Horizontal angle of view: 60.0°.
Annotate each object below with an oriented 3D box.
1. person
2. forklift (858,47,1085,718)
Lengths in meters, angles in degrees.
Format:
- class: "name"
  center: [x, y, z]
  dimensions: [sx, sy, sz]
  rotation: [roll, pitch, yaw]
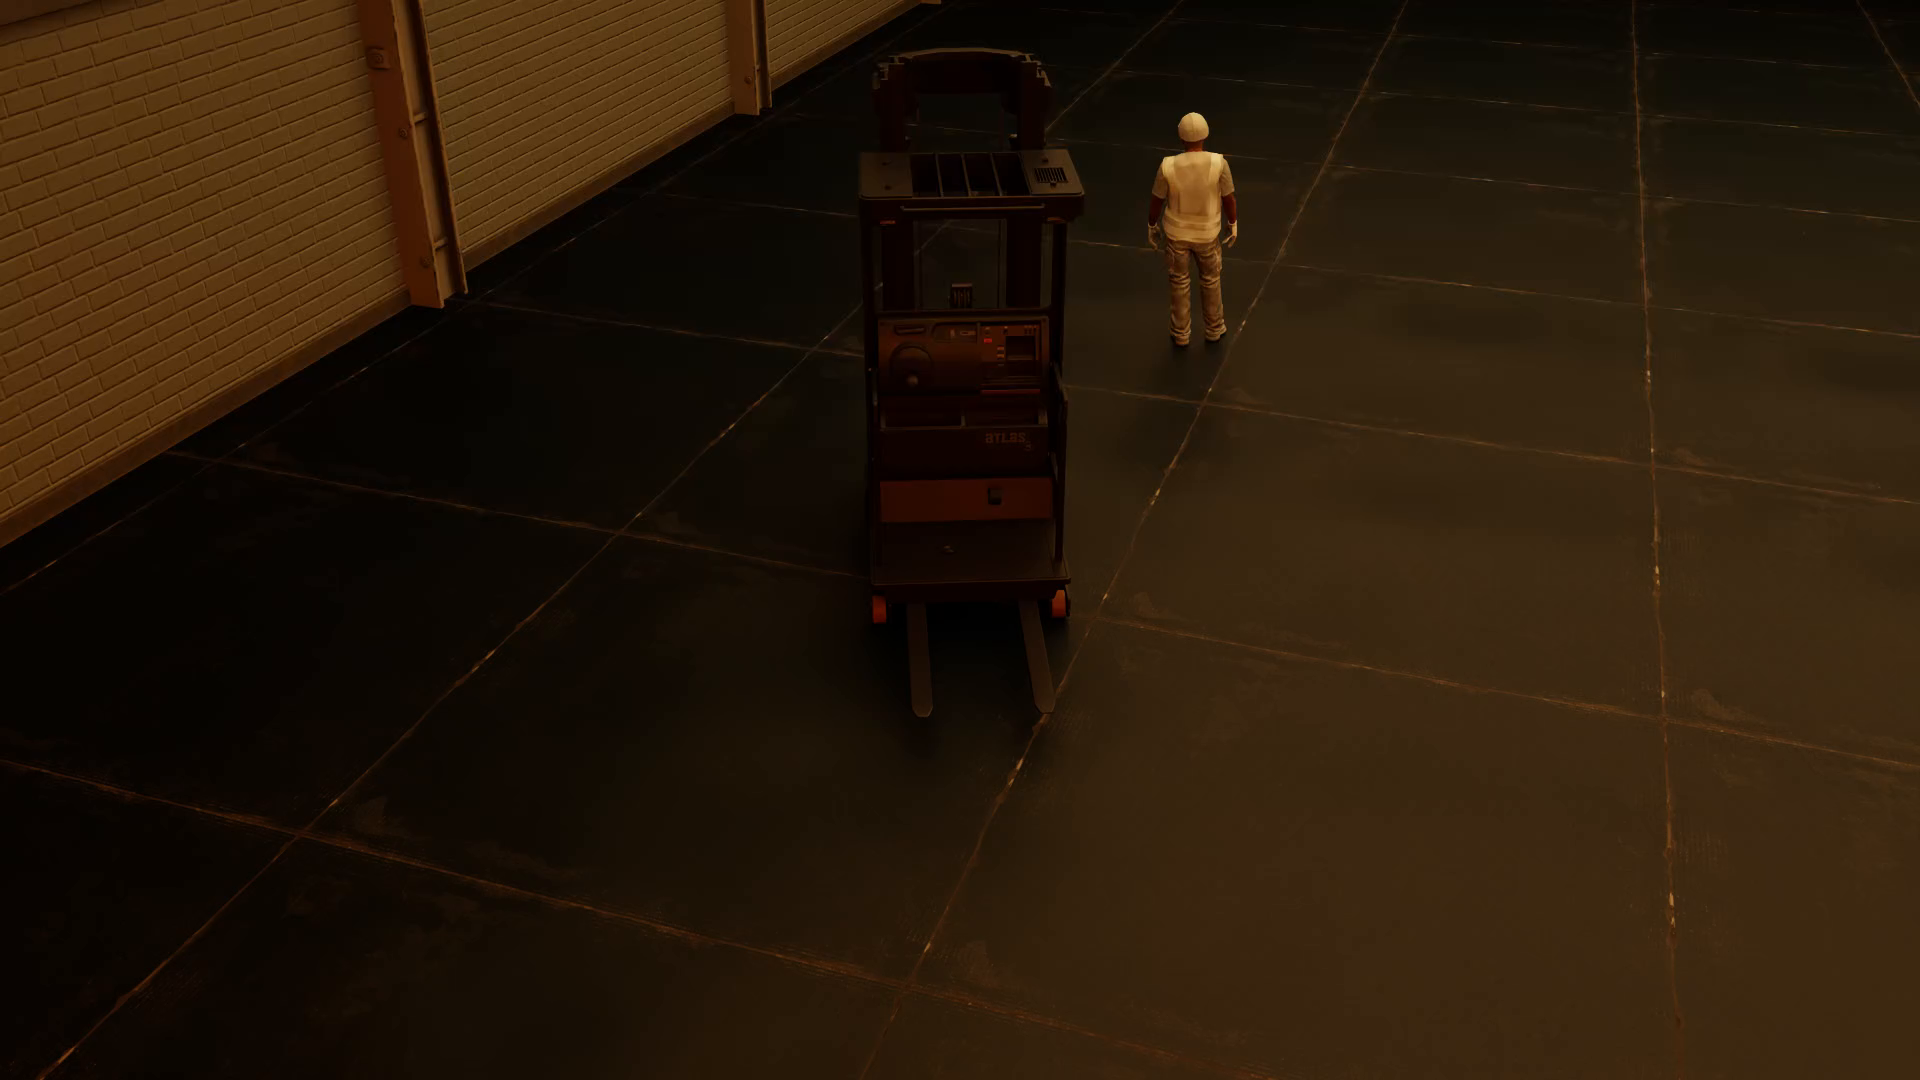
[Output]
- class: "person"
  center: [1.725, -2.314, 12.341]
  dimensions: [0.657, 1.782, 0.577]
  rotation: [4, 30, 7]
- class: "forklift"
  center: [0.035, -0.972, 8.842]
  dimensions: [1.130, 2.935, 3.031]
  rotation: [-2, 30, -3]
